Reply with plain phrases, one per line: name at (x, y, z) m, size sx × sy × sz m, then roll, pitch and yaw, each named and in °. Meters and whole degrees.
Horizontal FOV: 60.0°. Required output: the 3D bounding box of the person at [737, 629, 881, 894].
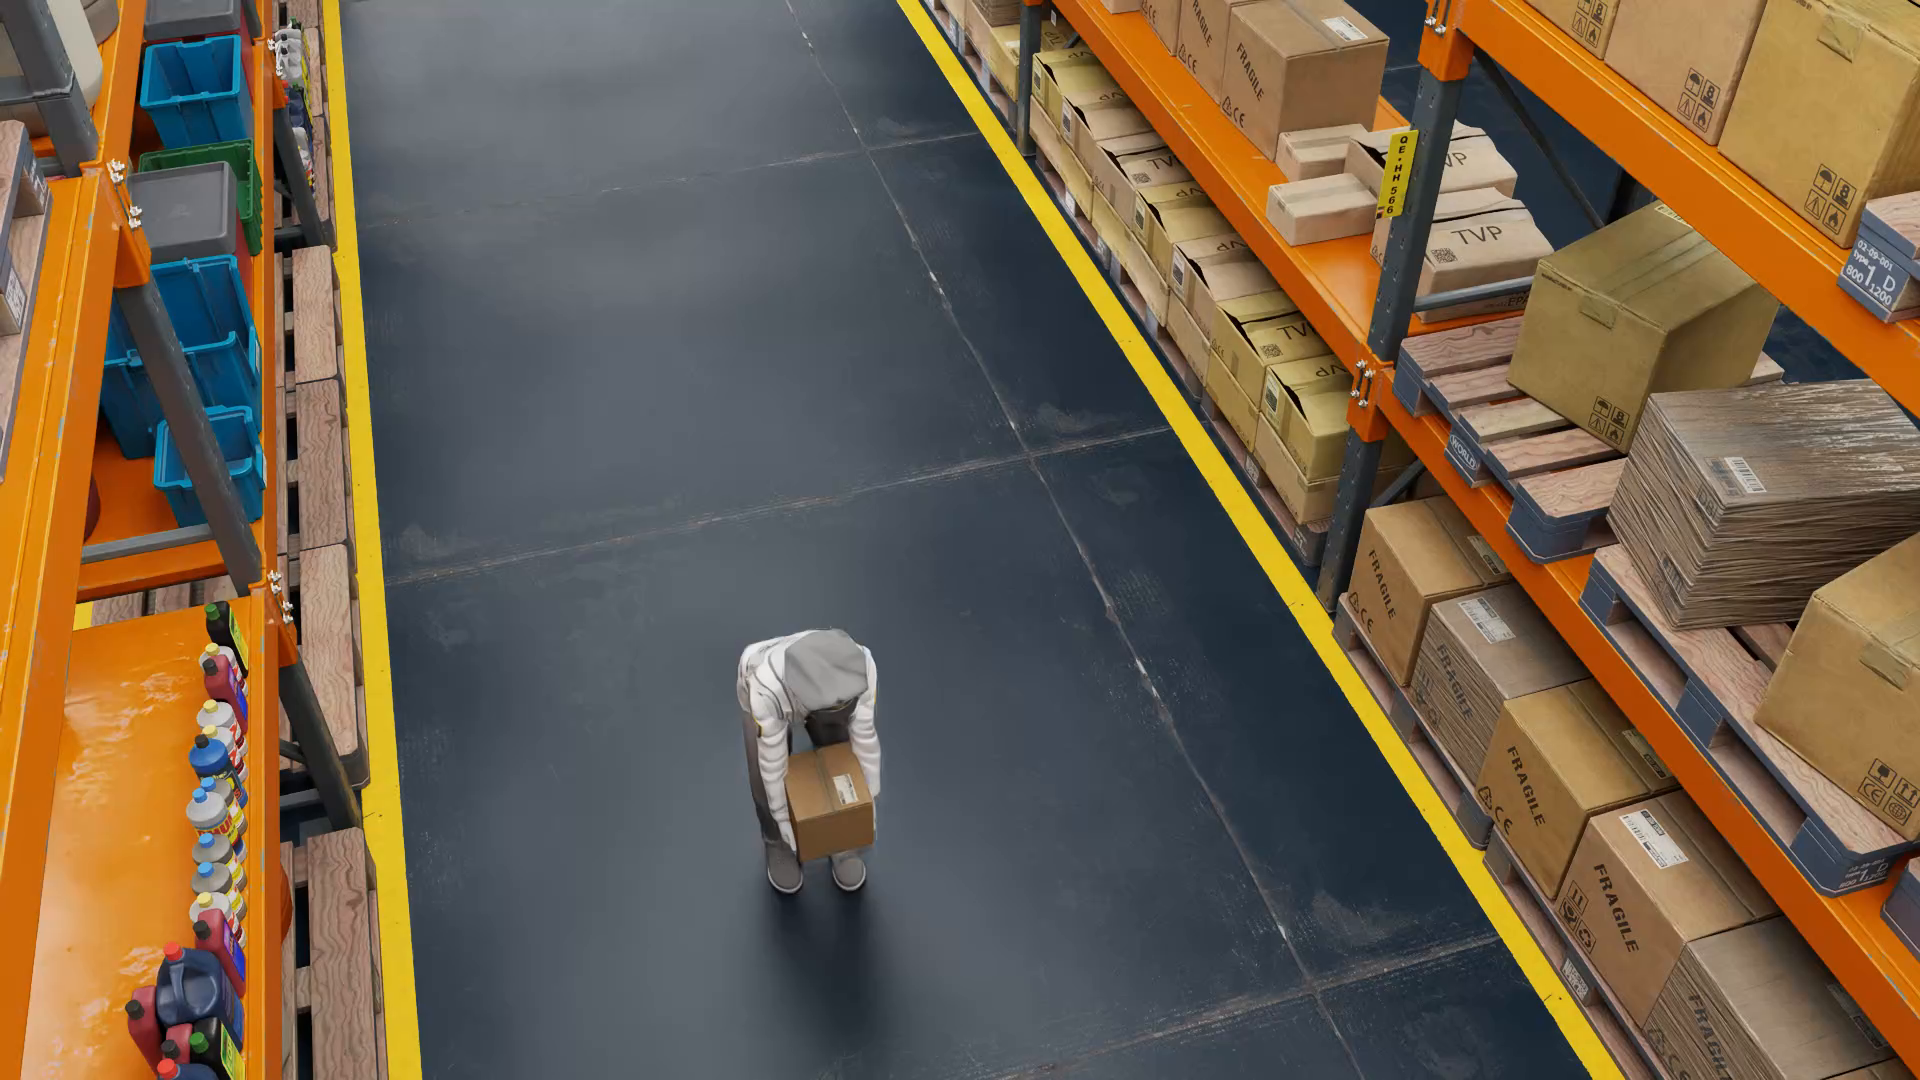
person at (-0.479, 0.725, 5.516) m, size 0.415 × 1.474 × 0.749 m, roll -13°, pitch 44°, yaw -14°
